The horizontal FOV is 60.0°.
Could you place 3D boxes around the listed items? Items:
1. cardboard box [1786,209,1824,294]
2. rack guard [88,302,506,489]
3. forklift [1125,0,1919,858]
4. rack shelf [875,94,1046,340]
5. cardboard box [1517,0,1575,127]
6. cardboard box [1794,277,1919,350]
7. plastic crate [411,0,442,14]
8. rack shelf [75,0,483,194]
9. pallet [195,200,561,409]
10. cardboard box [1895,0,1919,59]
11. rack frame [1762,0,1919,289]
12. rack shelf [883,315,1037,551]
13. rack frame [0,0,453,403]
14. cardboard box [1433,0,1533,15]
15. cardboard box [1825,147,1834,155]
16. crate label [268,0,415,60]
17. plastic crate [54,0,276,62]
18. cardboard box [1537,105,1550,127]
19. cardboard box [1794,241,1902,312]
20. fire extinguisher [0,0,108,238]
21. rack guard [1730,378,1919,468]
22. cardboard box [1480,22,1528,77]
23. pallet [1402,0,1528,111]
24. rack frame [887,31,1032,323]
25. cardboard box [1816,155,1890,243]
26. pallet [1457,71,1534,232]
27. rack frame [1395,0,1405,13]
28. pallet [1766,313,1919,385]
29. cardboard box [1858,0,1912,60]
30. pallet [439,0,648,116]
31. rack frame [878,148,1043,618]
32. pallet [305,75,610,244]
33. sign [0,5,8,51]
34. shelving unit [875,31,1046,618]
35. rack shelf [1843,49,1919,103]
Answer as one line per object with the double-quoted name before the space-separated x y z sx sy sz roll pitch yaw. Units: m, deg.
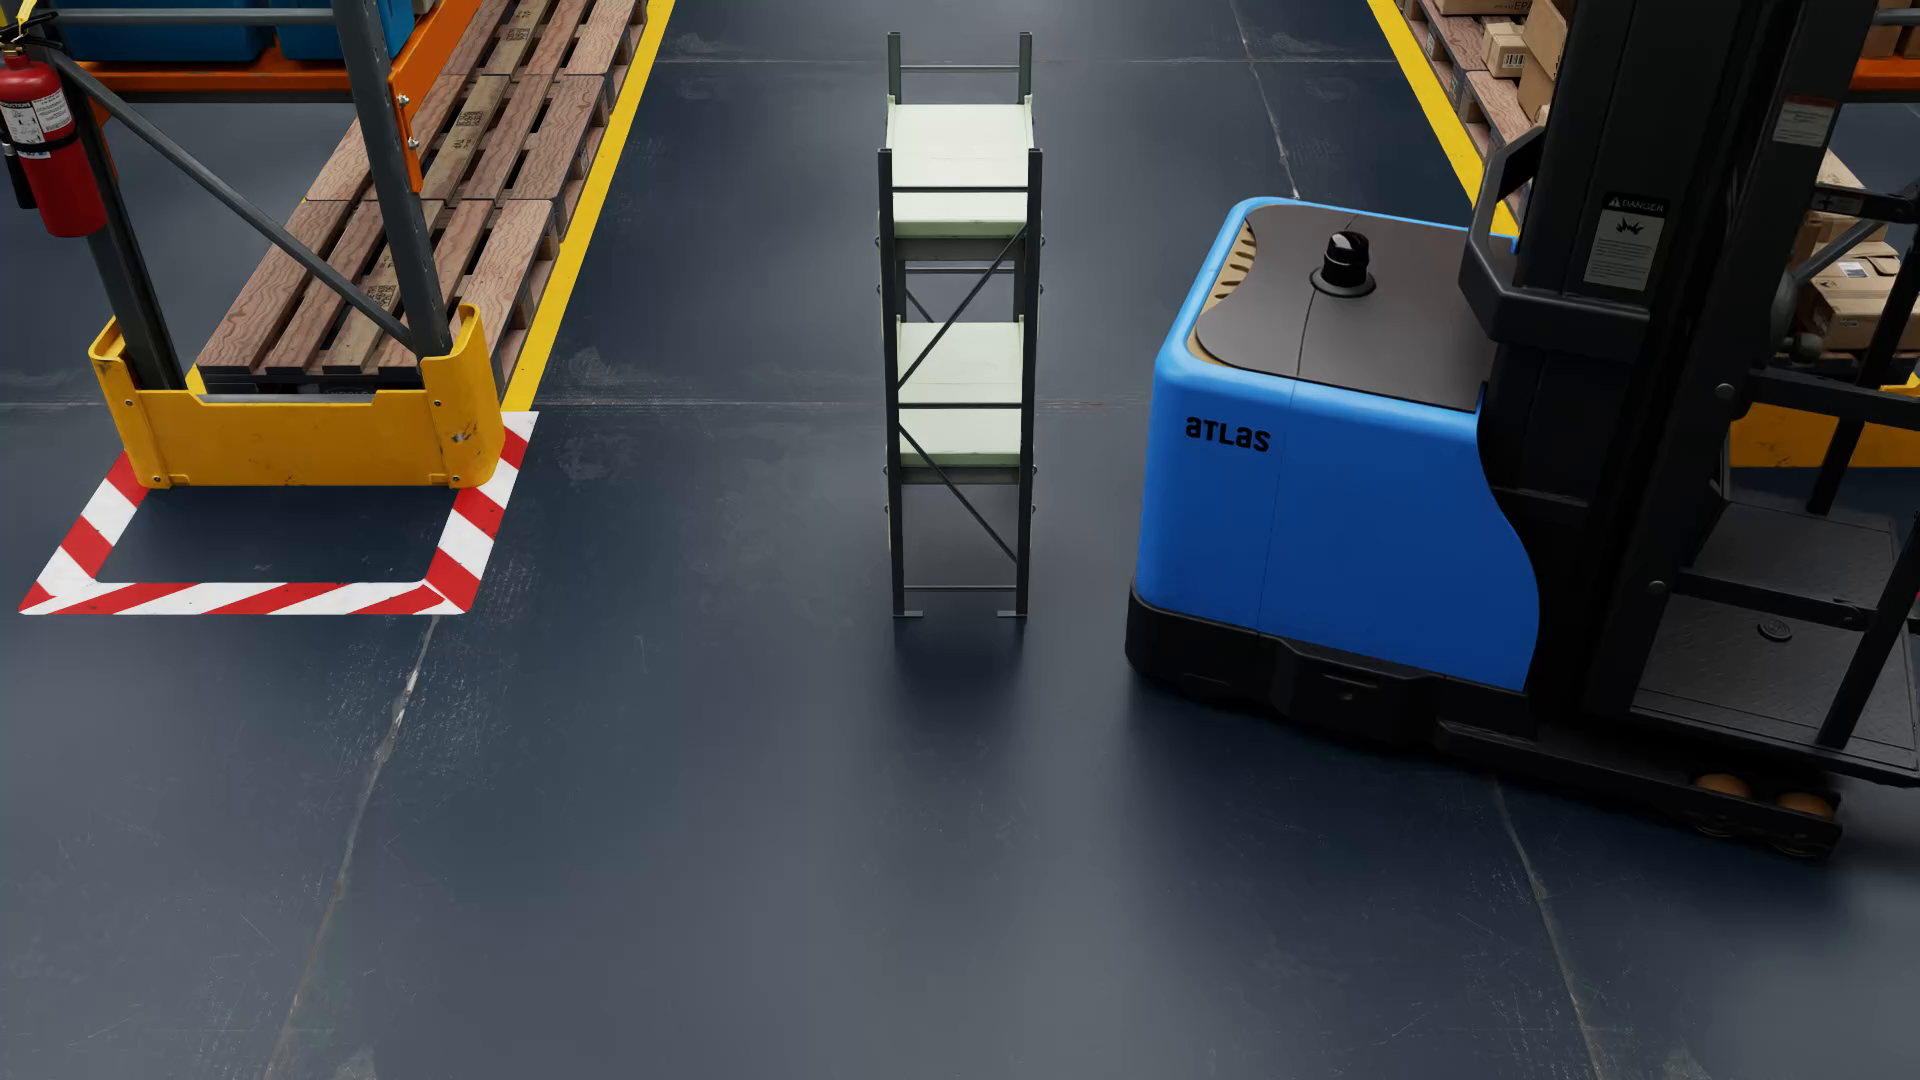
"cardboard box" 2.557 -1.000 5.746 0.500 0.500 0.500 0 39 0
"rack guard" -2.136 -0.472 5.439 1.175 0.500 0.348 0 39 0
"forklift" 2.043 -0.713 3.797 3.031 2.935 1.130 13 40 15
"rack shelf" 0.000 -0.894 4.542 0.431 0.370 0.720 0 39 0
"cardboard box" 2.807 -1.988 6.976 0.797 0.503 0.637 0 39 0
"cardboard box" 3.147 -0.785 5.759 0.380 0.149 0.250 0 39 0
"plastic crate" -1.738 -1.738 5.183 0.250 0.136 0.298 0 39 0
"rack shelf" -2.152 -2.432 6.462 1.077 0.370 4.000 0 39 0
"pallet" -2.111 -0.890 6.192 1.003 0.211 1.213 0 39 0
"cardboard box" 3.067 -1.780 4.993 0.500 0.500 0.500 1 39 1
"rack frame" 2.804 -1.464 4.678 1.000 3.000 0.127 0 39 0
"rack shelf" 0.000 -0.335 4.990 0.431 0.370 0.720 0 39 0
"rack frame" -2.149 -1.462 4.676 1.000 3.000 0.127 0 39 0
"cardboard box" 2.584 -2.825 8.175 0.500 0.311 0.500 0 39 0
"cardboard box" 3.086 -1.528 6.605 0.500 0.250 0.500 0 39 0
"crate label" -1.820 -1.575 4.903 0.416 0.233 0.303 0 39 0
"plastic crate" -2.336 -1.709 4.907 0.616 0.435 0.499 0 39 0
"cardboard box" 2.586 -1.496 6.565 0.500 0.250 0.500 0 39 0
"cardboard box" 3.147 -0.948 5.948 0.380 0.166 0.250 0 39 0
"fire extinguisher" -2.603 -1.192 4.699 0.296 0.674 0.183 0 39 0
"rack guard" 2.804 -0.536 5.519 1.175 0.500 0.348 0 39 0
"cardboard box" 2.595 -2.227 7.545 0.380 0.166 0.250 0 39 0
"pallet" 2.799 -2.447 8.135 1.003 0.211 1.213 0 39 0
"rack frame" 0.000 -0.818 5.072 0.400 1.500 0.023 0 39 0
"cardboard box" 3.087 -1.215 6.215 0.500 0.250 0.500 0 39 0
"pallet" 2.804 -1.682 7.181 1.003 0.211 1.213 0 39 0
"rack frame" 2.800 -3.965 7.799 1.000 3.000 0.127 0 39 0
"pallet" 2.802 -0.921 6.231 1.003 0.211 1.213 0 39 0
"cardboard box" 2.531 -1.782 4.996 0.500 0.500 0.500 1 39 1
"pallet" -2.114 -2.416 8.096 1.003 0.211 1.213 0 39 0
"rack frame" 0.000 -0.361 4.501 0.400 1.500 0.023 0 39 0
"pallet" -2.110 -1.651 7.141 1.003 0.211 1.213 0 39 0
"sign" -2.699 -1.515 4.612 0.100 0.325 0.005 0 39 0
"shelving unit" 0.000 -0.589 4.786 0.431 1.500 0.755 0 39 0
"rack shelf" 2.802 -2.434 6.463 1.077 0.370 4.000 0 39 0
